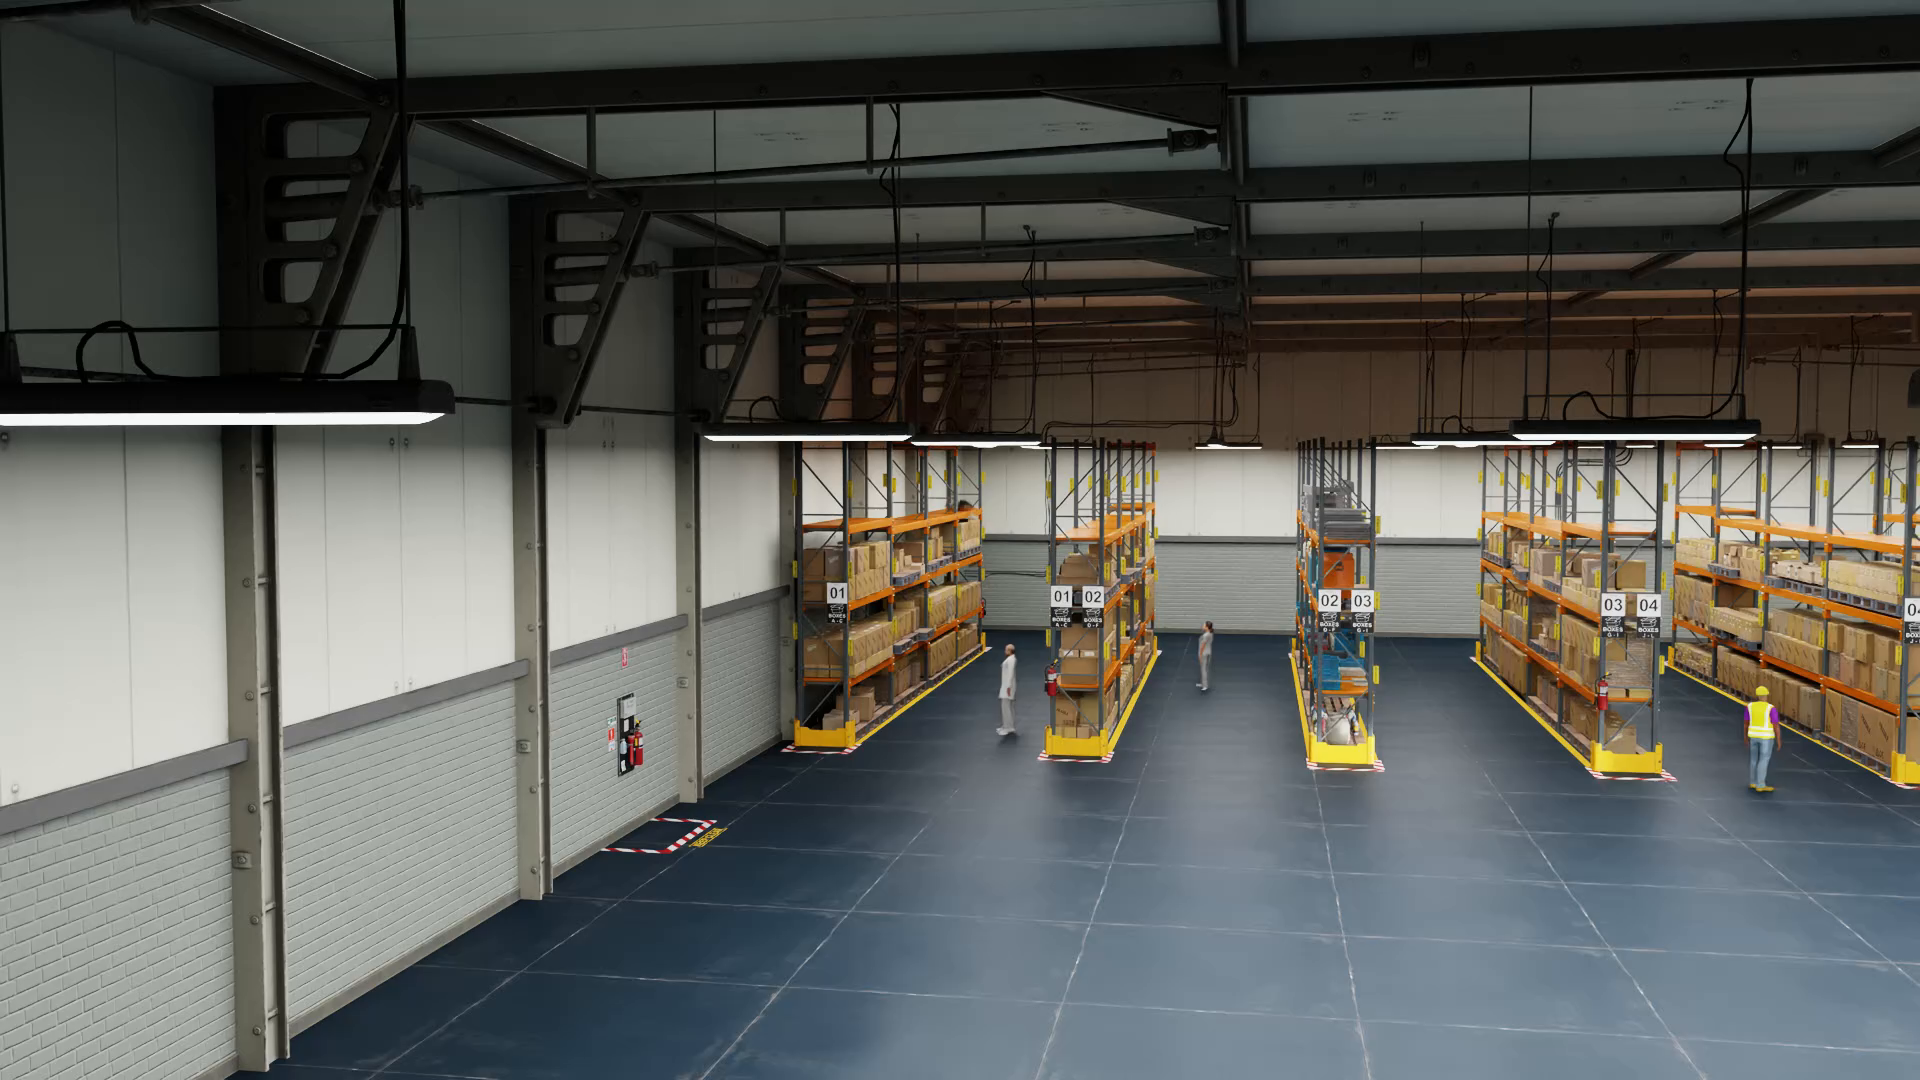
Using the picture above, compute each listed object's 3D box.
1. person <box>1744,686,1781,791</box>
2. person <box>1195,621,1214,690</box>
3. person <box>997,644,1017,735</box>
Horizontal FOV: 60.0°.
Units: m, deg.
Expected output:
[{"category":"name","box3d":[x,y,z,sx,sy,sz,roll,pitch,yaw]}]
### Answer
[{"category":"person","box3d":[13.623,3.354,28.129,0.507,1.772,0.617,-2,4,-33]},{"category":"person","box3d":[5.850,2.775,40.191,0.450,1.667,0.607,-3,4,-42]},{"category":"person","box3d":[0.956,3.045,33.955,0.403,1.822,0.649,1,3,10]}]
